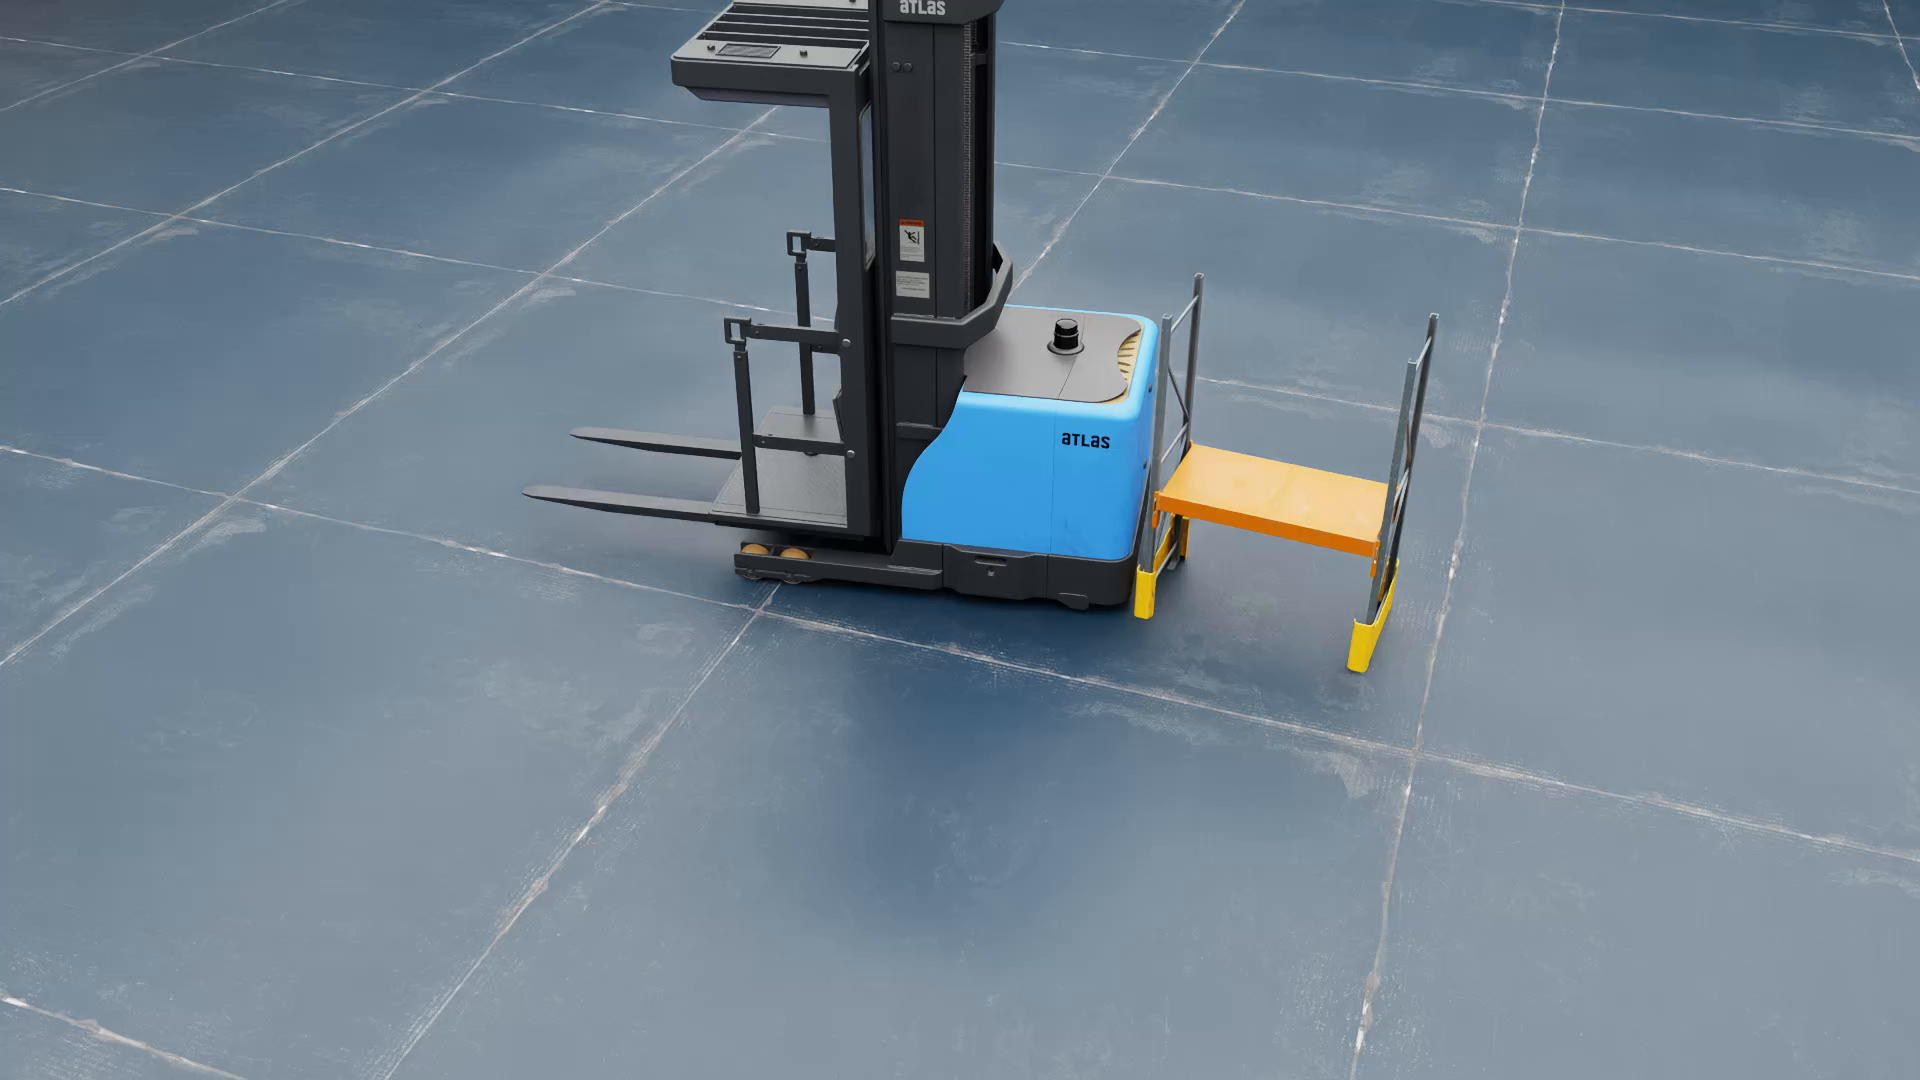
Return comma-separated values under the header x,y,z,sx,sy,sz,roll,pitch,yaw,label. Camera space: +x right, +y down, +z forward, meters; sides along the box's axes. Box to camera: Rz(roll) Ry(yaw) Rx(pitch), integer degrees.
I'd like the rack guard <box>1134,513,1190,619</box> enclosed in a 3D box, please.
x,y,z,sx,sy,sz,roll,pitch,yaw,label
0.957,0.110,7.849,0.087,0.250,0.587,14,35,20,rack guard

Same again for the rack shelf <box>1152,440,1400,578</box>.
x,y,z,sx,sy,sz,roll,pitch,yaw,label
1.421,-0.153,7.435,1.000,0.185,0.538,14,35,20,rack shelf

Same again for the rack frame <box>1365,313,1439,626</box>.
x,y,z,sx,sy,sz,roll,pitch,yaw,label
1.886,-0.192,7.165,0.032,1.500,0.500,14,35,20,rack frame

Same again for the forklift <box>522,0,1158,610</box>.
x,y,z,sx,sy,sz,roll,pitch,yaw,label
-0.615,-1.296,7.556,3.031,2.935,1.130,6,33,9,forklift

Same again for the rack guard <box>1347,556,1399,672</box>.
x,y,z,sx,sy,sz,roll,pitch,yaw,label
1.868,0.329,7.510,0.087,0.250,0.587,14,35,20,rack guard

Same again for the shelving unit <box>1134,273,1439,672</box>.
x,y,z,sx,sy,sz,roll,pitch,yaw,label
1.412,-0.306,7.341,1.083,1.500,0.587,14,35,20,shelving unit

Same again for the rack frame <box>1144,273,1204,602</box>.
x,y,z,sx,sy,sz,roll,pitch,yaw,label
0.956,-0.415,7.510,0.032,1.500,0.500,14,35,20,rack frame
